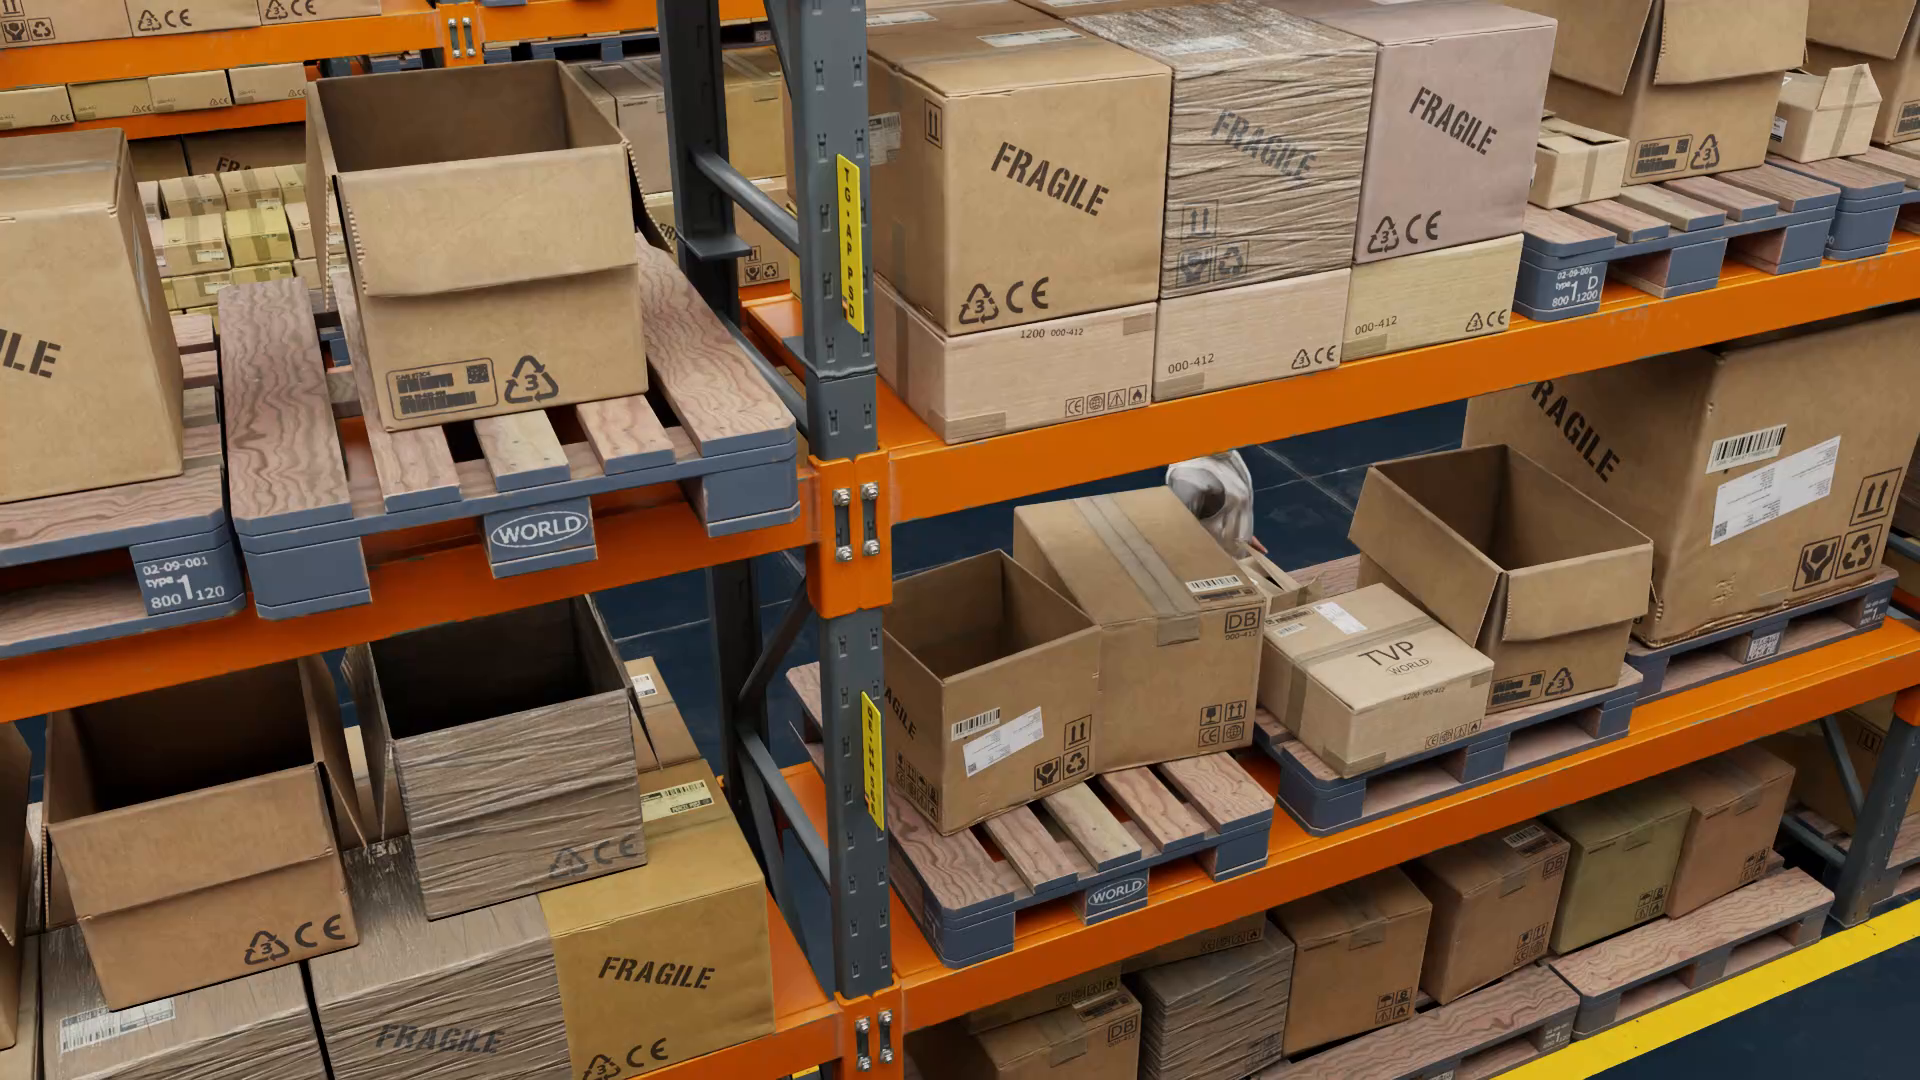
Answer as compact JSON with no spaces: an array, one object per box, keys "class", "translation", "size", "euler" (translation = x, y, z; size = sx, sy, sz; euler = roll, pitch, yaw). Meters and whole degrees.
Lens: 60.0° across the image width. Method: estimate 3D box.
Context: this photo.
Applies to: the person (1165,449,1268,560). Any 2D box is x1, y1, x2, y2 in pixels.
[{"class":"person","translation":[1.155,0.112,6.913],"size":[0.885,1.743,0.615],"euler":[7,30,12]}]
